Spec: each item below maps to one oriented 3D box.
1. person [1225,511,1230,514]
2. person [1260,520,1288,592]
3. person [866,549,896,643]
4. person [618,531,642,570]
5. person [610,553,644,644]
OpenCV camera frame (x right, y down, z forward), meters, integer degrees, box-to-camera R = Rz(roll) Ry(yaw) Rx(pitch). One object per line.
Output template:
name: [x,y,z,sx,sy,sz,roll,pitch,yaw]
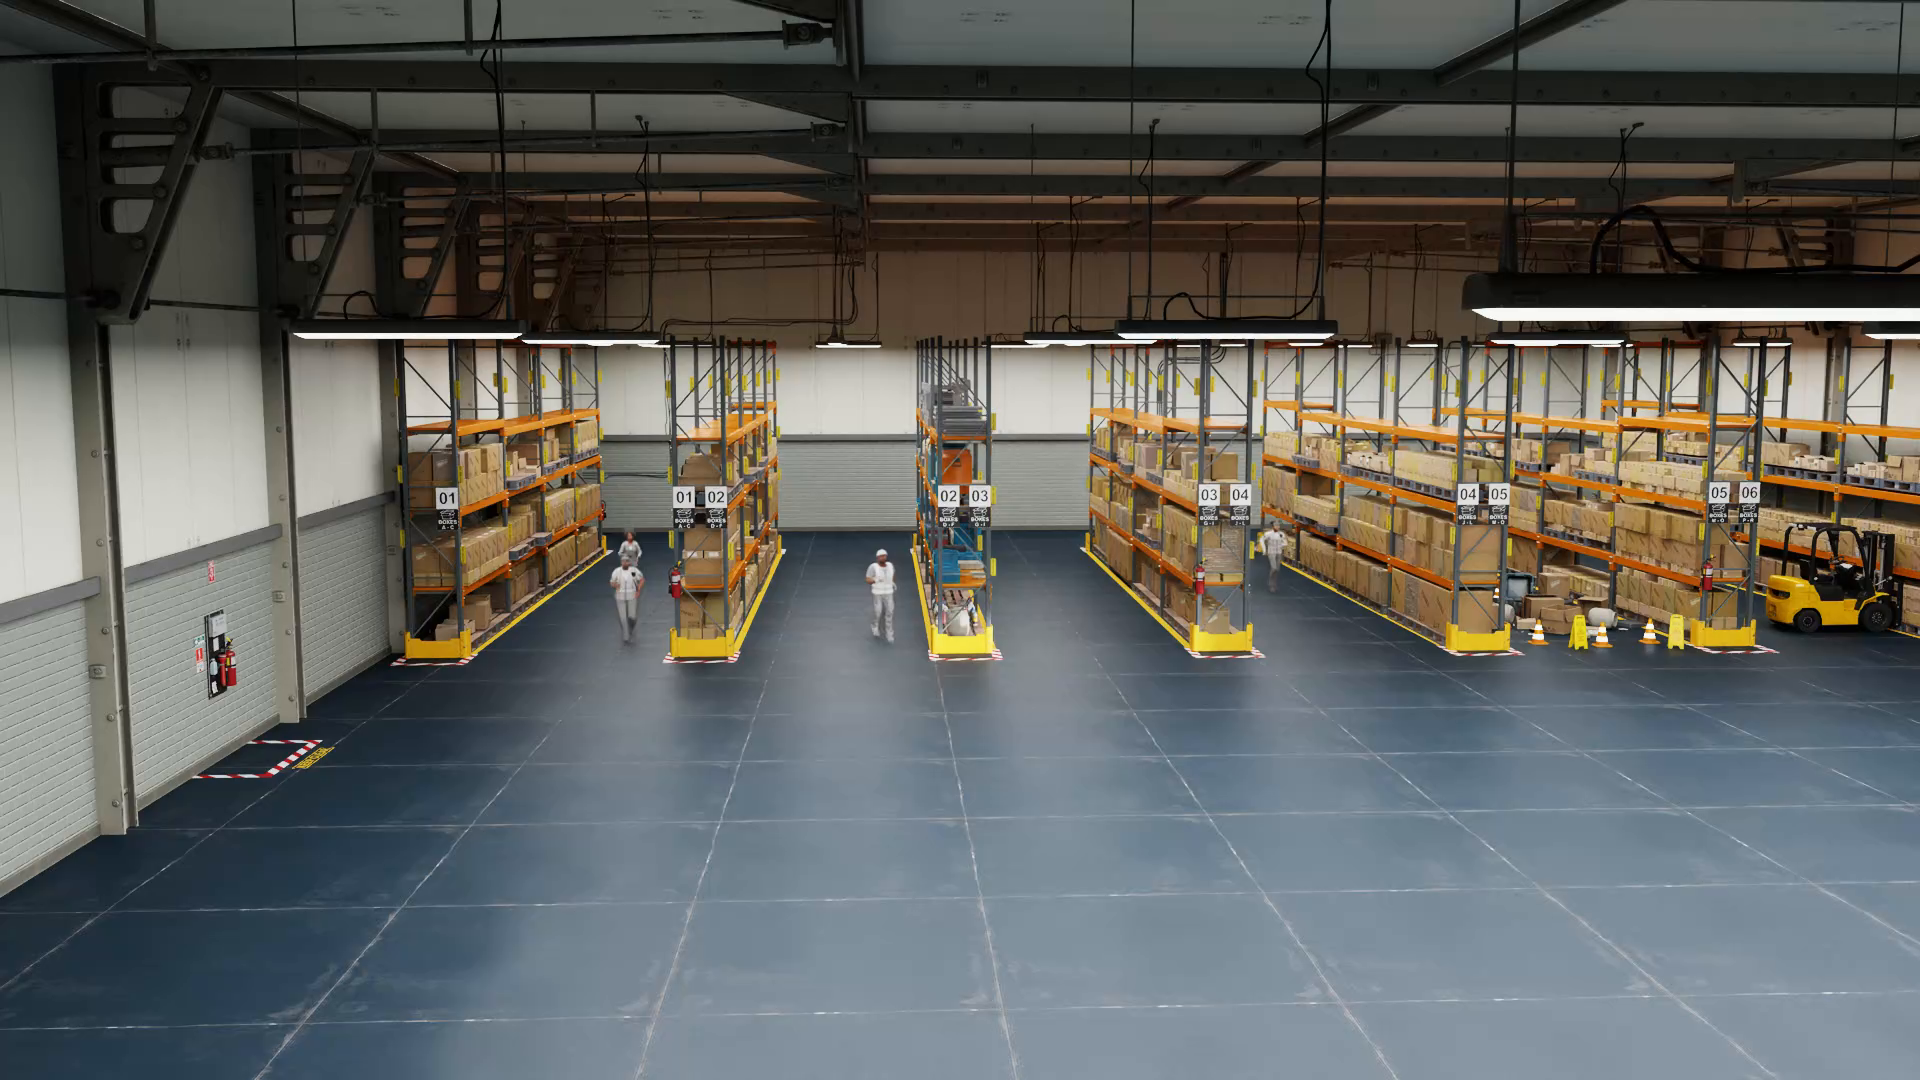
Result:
person: [7.433,-0.457,46.916,0.770,1.729,0.678,0,7,-4]
person: [7.525,0.375,39.751,0.576,1.749,0.719,-1,7,-12]
person: [-1.530,1.080,32.844,0.676,1.797,0.896,-2,7,-19]
person: [-7.660,0.583,38.661,0.538,1.535,0.549,-2,7,-17]
person: [-6.527,1.165,32.566,0.643,1.805,0.676,-1,7,-7]
